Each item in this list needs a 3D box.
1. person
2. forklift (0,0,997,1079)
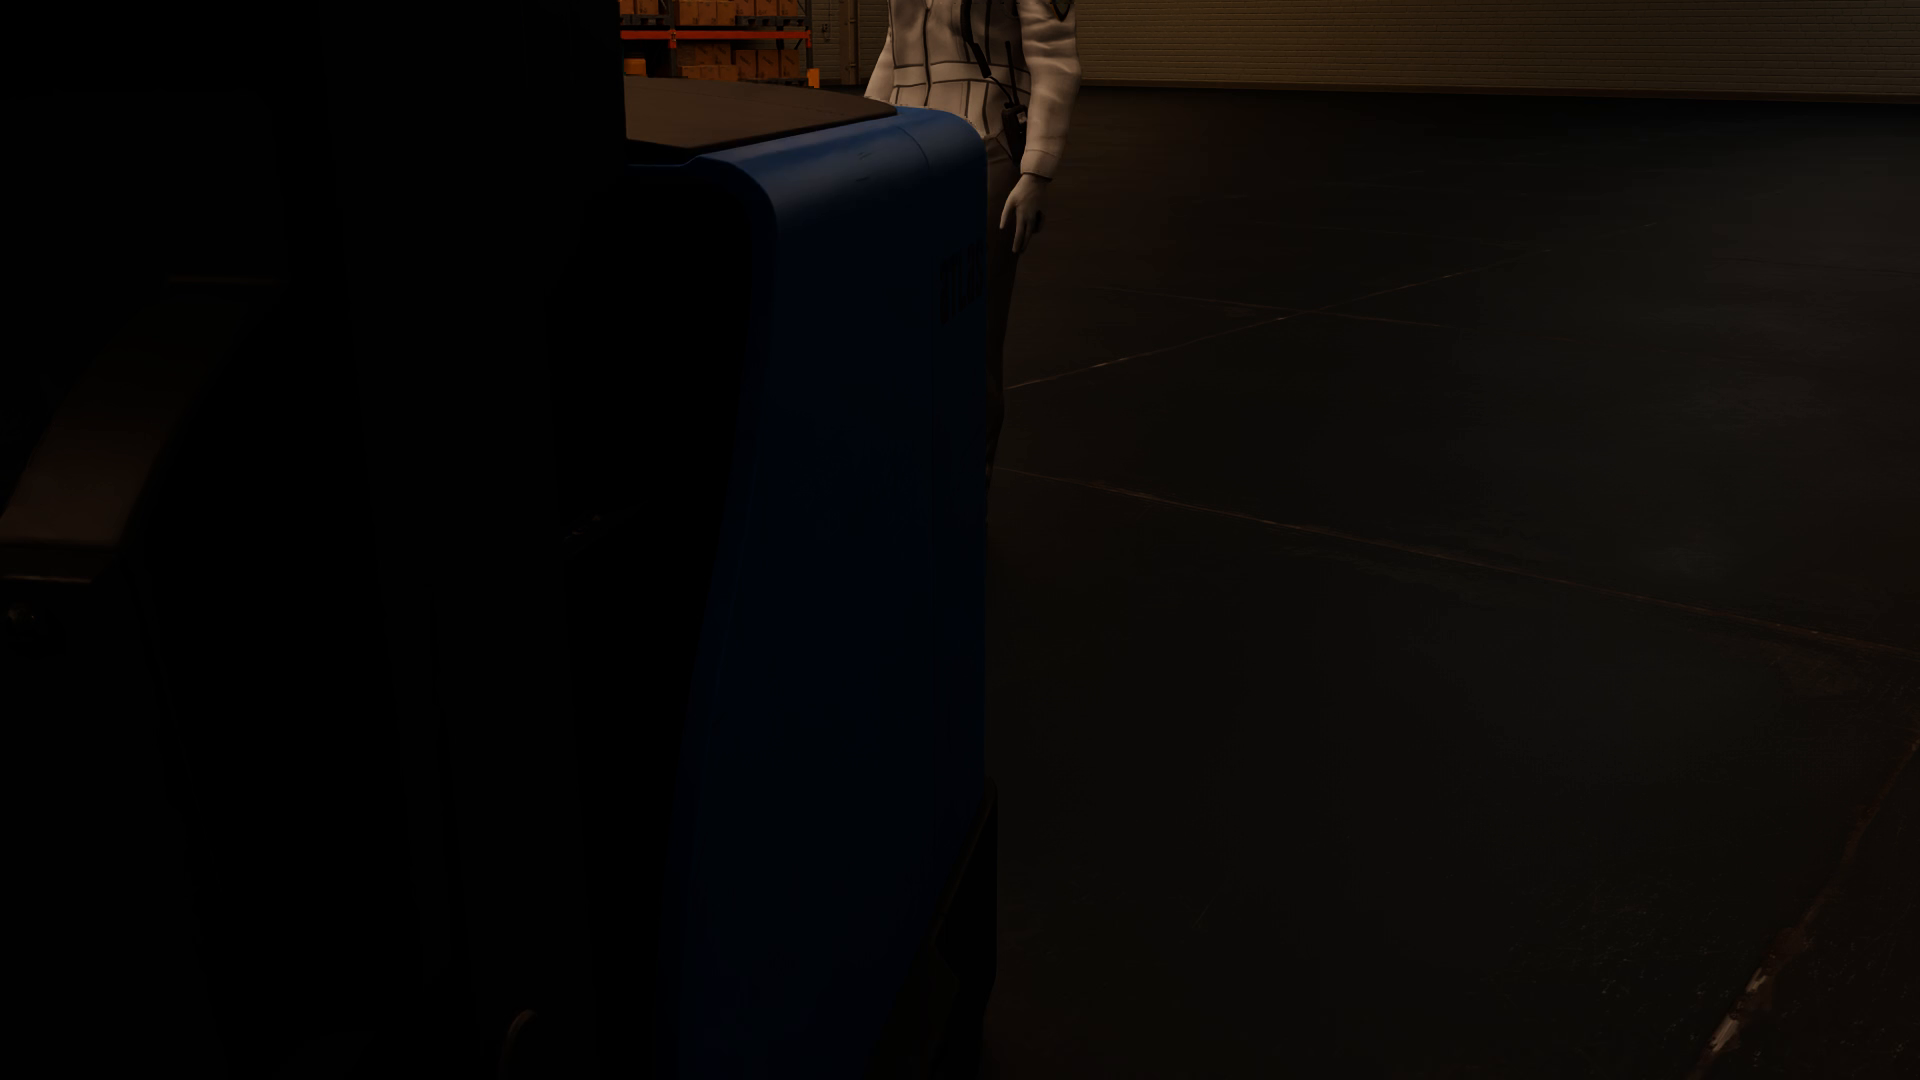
[{"bbox_3d":[-0.048,-0.804,3.648,0.587,1.696,0.534,13,21,37],"label":"person"},{"bbox_3d":[-0.754,-0.440,0.346,1.130,2.935,3.031,3,17,11],"label":"forklift"}]
